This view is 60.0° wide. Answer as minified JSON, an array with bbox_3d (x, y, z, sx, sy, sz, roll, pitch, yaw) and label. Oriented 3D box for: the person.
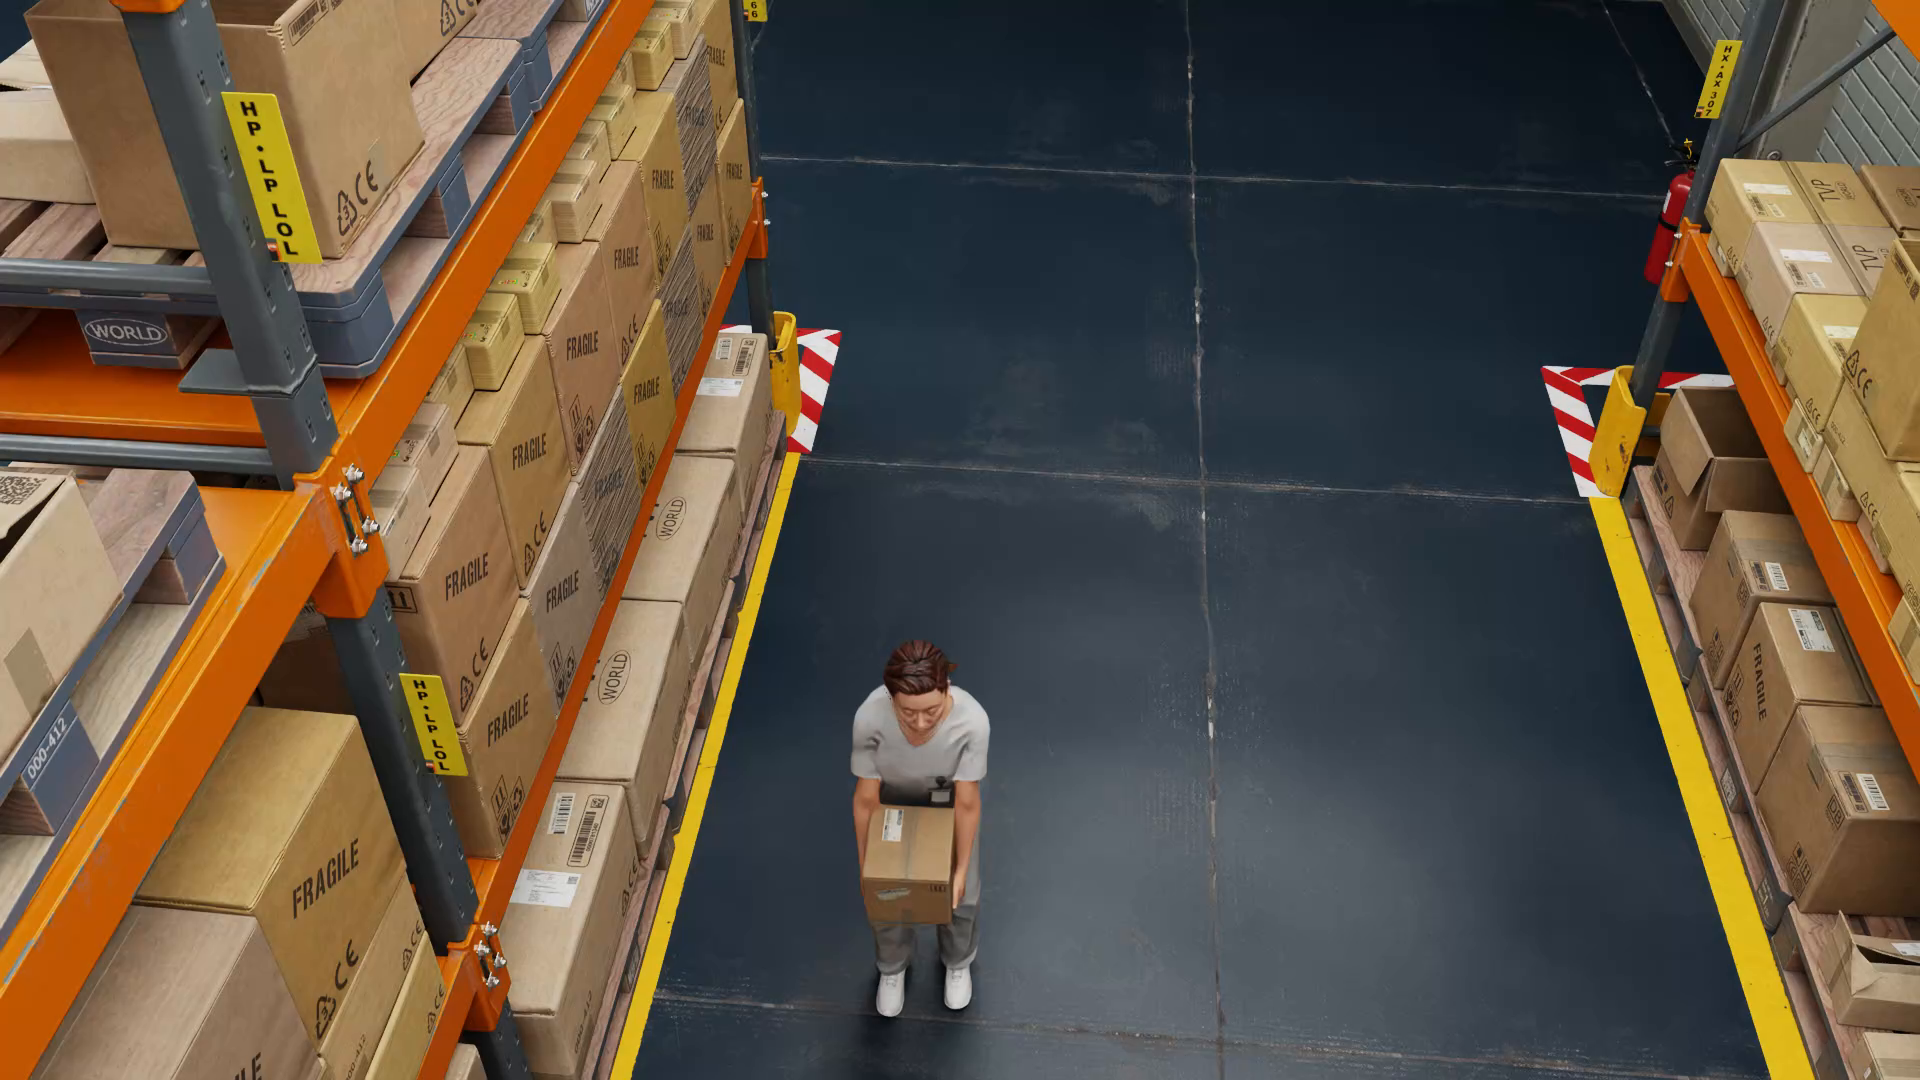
[{"bbox_3d":[-0.118,0.900,5.120,0.410,1.646,0.525,3,40,3],"label":"person"}]
